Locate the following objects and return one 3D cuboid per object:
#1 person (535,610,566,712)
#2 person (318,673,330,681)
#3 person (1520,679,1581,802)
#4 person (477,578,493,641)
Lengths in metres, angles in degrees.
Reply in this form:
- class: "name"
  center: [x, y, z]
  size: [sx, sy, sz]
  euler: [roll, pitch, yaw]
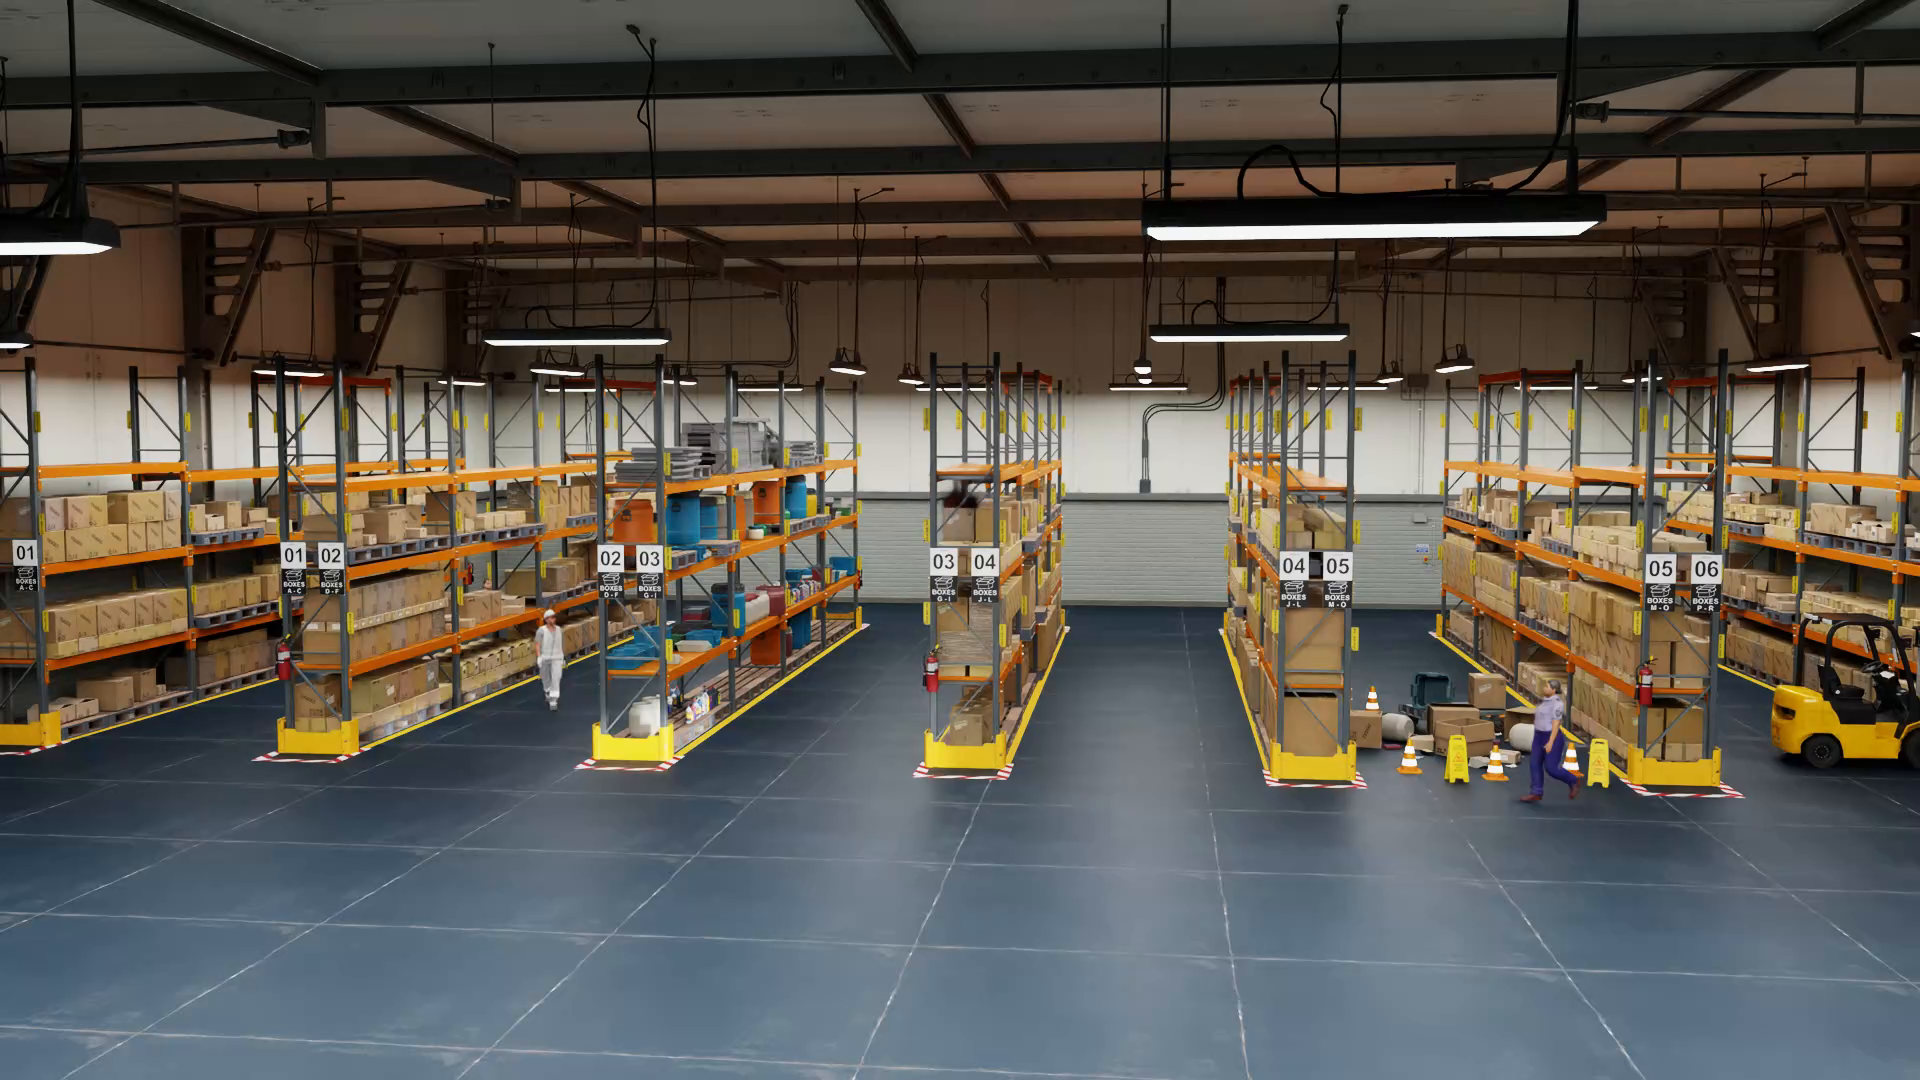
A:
- class: "person"
  center: [-7.150, 2.089, 28.984]
  size: [0.485, 1.749, 1.016]
  euler: [0, 4, -5]
- class: "person"
  center: [-11.066, 2.070, 28.990]
  size: [0.475, 1.772, 0.579]
  euler: [0, 4, -3]
- class: "person"
  center: [7.776, 2.636, 21.862]
  size: [0.719, 1.631, 0.459]
  euler: [-1, 4, -17]
- class: "person"
  center: [-10.257, 1.655, 36.049]
  size: [0.571, 1.672, 0.932]
  euler: [1, 4, 8]
